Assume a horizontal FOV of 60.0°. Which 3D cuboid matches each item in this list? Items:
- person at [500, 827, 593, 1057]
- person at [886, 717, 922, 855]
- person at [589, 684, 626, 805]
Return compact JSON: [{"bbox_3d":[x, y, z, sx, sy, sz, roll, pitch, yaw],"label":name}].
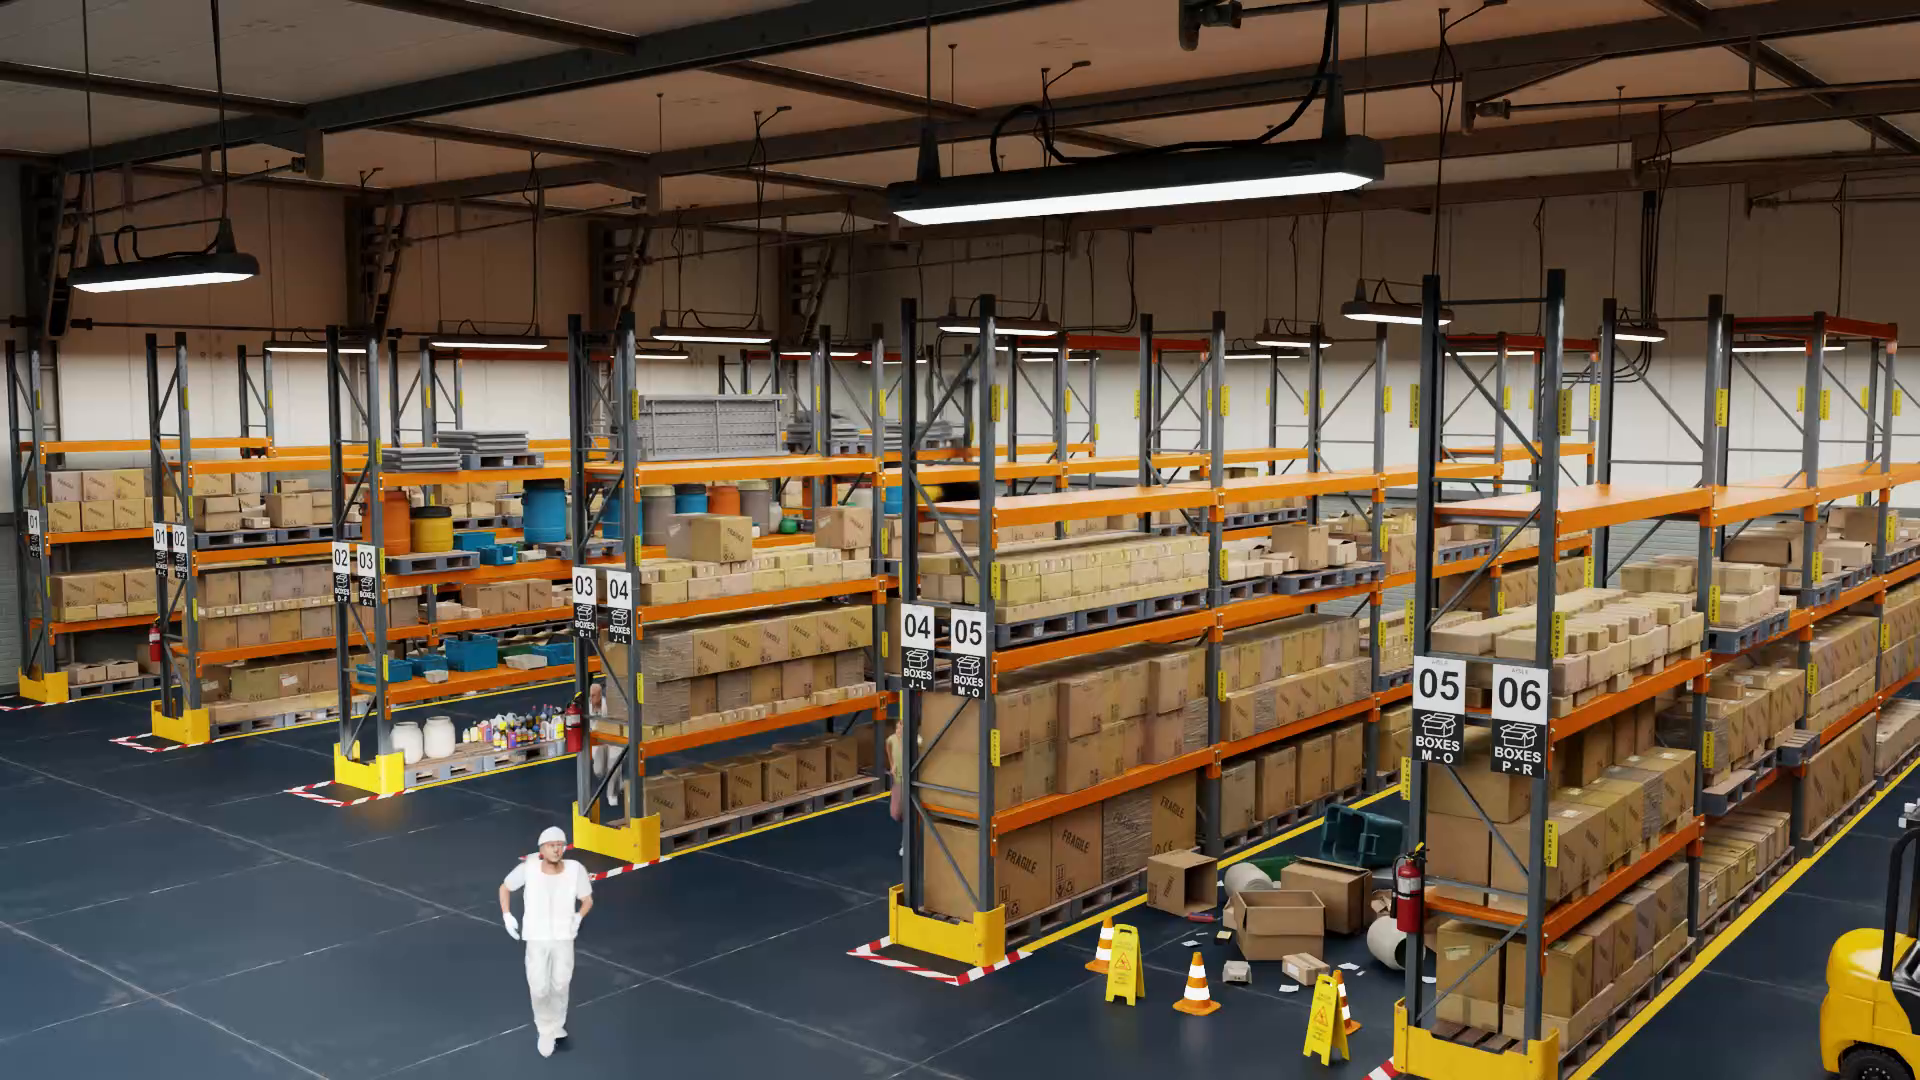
[{"bbox_3d":[-3.207,3.129,12.997,0.694,1.773,0.693,-2,6,-21],"label":"person"},{"bbox_3d":[-0.591,2.723,18.477,0.570,1.597,0.673,1,5,15],"label":"person"},{"bbox_3d":[-4.453,2.581,20.698,0.735,1.476,0.887,1,5,10],"label":"person"}]
